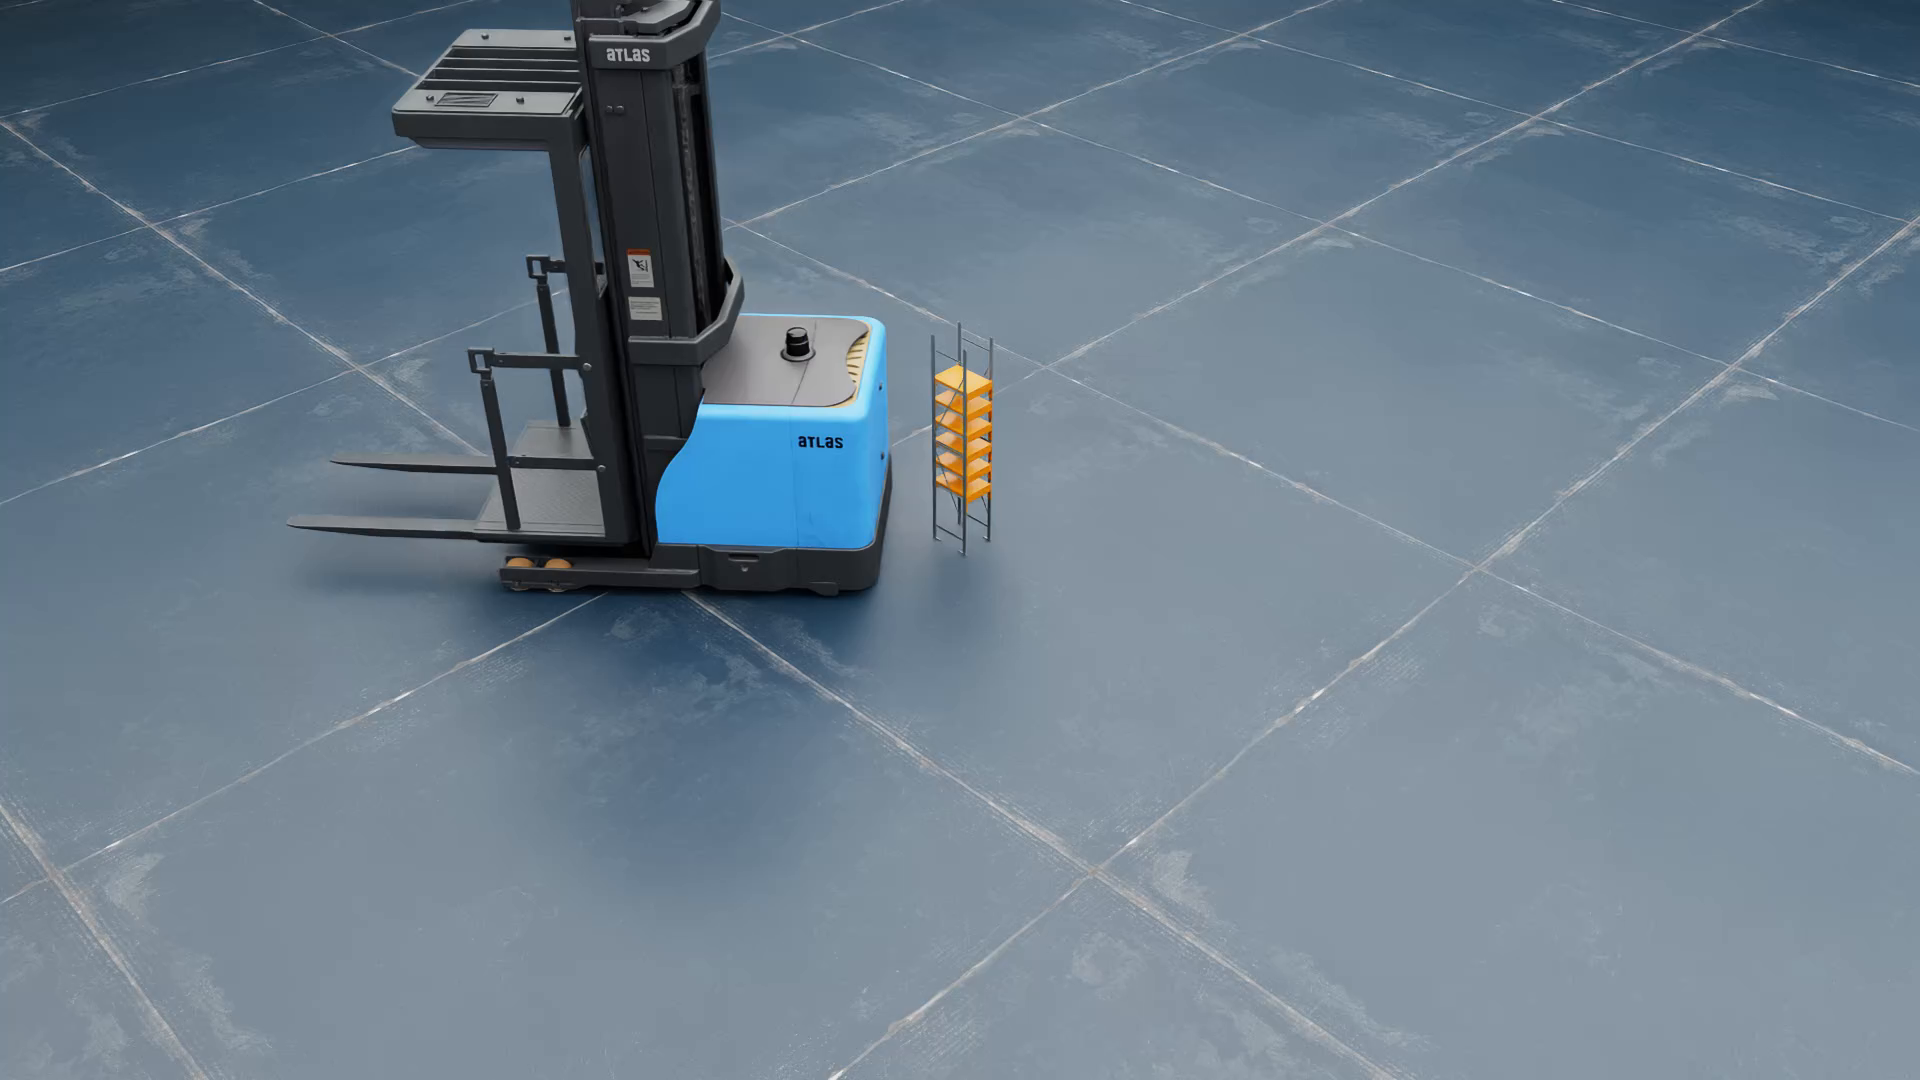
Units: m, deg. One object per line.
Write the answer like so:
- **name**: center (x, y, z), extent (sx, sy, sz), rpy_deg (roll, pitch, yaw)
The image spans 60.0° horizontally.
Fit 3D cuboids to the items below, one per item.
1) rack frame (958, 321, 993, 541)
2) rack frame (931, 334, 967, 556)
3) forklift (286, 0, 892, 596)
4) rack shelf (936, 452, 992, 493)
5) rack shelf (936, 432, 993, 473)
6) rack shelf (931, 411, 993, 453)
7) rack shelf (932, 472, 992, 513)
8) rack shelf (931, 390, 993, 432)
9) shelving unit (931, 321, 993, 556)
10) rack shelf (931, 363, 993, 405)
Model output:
- **rack frame**: center (0.075, -0.535, 8.459), extent (0.240, 1.200, 0.006), rpy_deg (30, 45, 35)
- **rack frame**: center (-0.054, -0.461, 8.353), extent (0.240, 1.200, 0.006), rpy_deg (30, 45, 35)
- **forklift**: center (-1.905, -1.240, 7.957), extent (3.031, 2.935, 1.130), rpy_deg (2, 35, 3)
- **rack shelf**: center (0.010, -0.363, 8.500), extent (0.258, 0.103, 0.180), rpy_deg (30, 45, 35)
- **rack shelf**: center (0.010, -0.462, 8.431), extent (0.258, 0.103, 0.180), rpy_deg (30, 45, 35)
- **rack shelf**: center (0.010, -0.560, 8.363), extent (0.258, 0.103, 0.180), rpy_deg (30, 45, 35)
- **rack shelf**: center (0.010, -0.265, 8.569), extent (0.258, 0.103, 0.180), rpy_deg (30, 45, 35)
- **rack shelf**: center (0.010, -0.658, 8.294), extent (0.258, 0.103, 0.180), rpy_deg (30, 45, 35)
- **shelving unit**: center (0.010, -0.498, 8.406), extent (0.258, 1.200, 0.189), rpy_deg (30, 45, 35)
- **rack shelf**: center (0.010, -0.757, 8.225), extent (0.258, 0.103, 0.180), rpy_deg (30, 45, 35)
